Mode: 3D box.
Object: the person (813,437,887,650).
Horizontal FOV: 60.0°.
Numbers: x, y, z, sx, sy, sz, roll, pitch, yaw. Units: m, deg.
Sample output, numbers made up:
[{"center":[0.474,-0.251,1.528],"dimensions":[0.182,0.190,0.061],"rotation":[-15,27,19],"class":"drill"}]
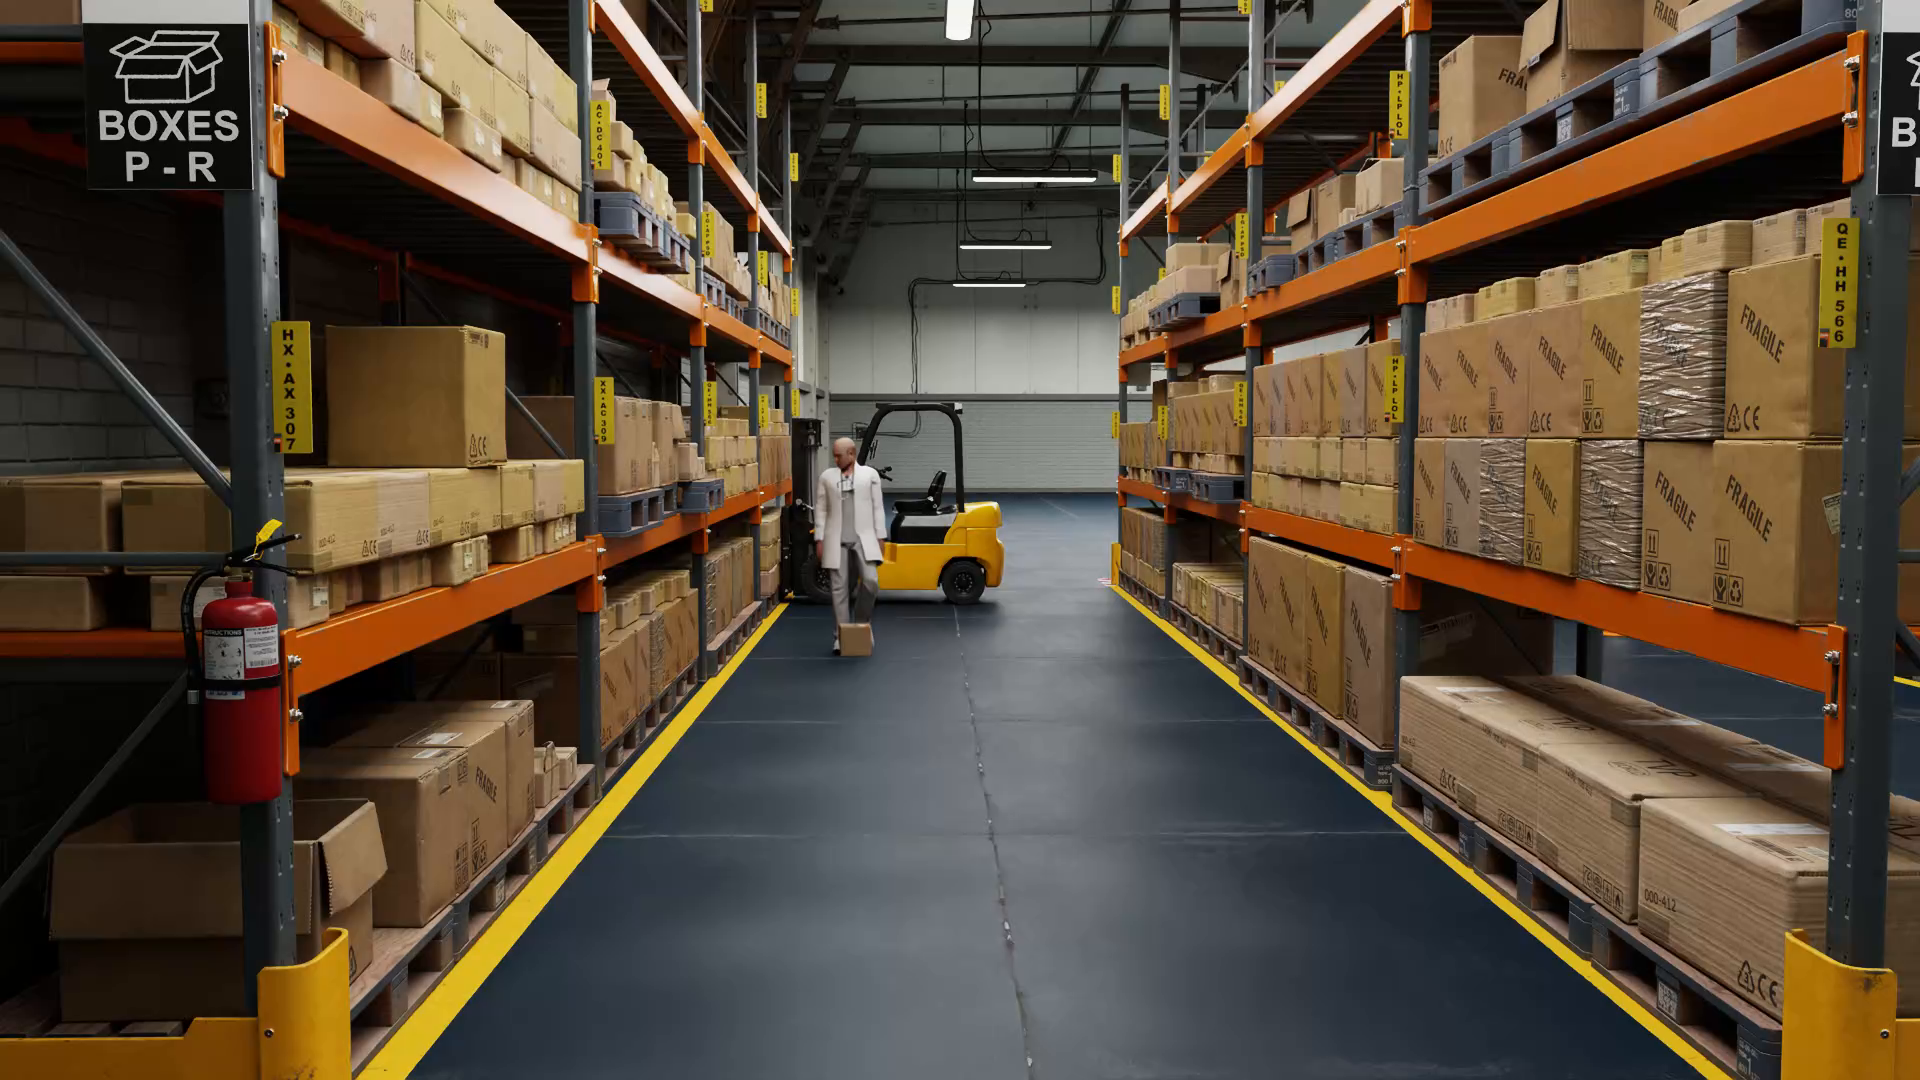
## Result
[{"center":[-0.926,0.031,13.923],"dimensions":[0.616,1.779,0.484],"rotation":[0,4,2],"class":"person"}]
